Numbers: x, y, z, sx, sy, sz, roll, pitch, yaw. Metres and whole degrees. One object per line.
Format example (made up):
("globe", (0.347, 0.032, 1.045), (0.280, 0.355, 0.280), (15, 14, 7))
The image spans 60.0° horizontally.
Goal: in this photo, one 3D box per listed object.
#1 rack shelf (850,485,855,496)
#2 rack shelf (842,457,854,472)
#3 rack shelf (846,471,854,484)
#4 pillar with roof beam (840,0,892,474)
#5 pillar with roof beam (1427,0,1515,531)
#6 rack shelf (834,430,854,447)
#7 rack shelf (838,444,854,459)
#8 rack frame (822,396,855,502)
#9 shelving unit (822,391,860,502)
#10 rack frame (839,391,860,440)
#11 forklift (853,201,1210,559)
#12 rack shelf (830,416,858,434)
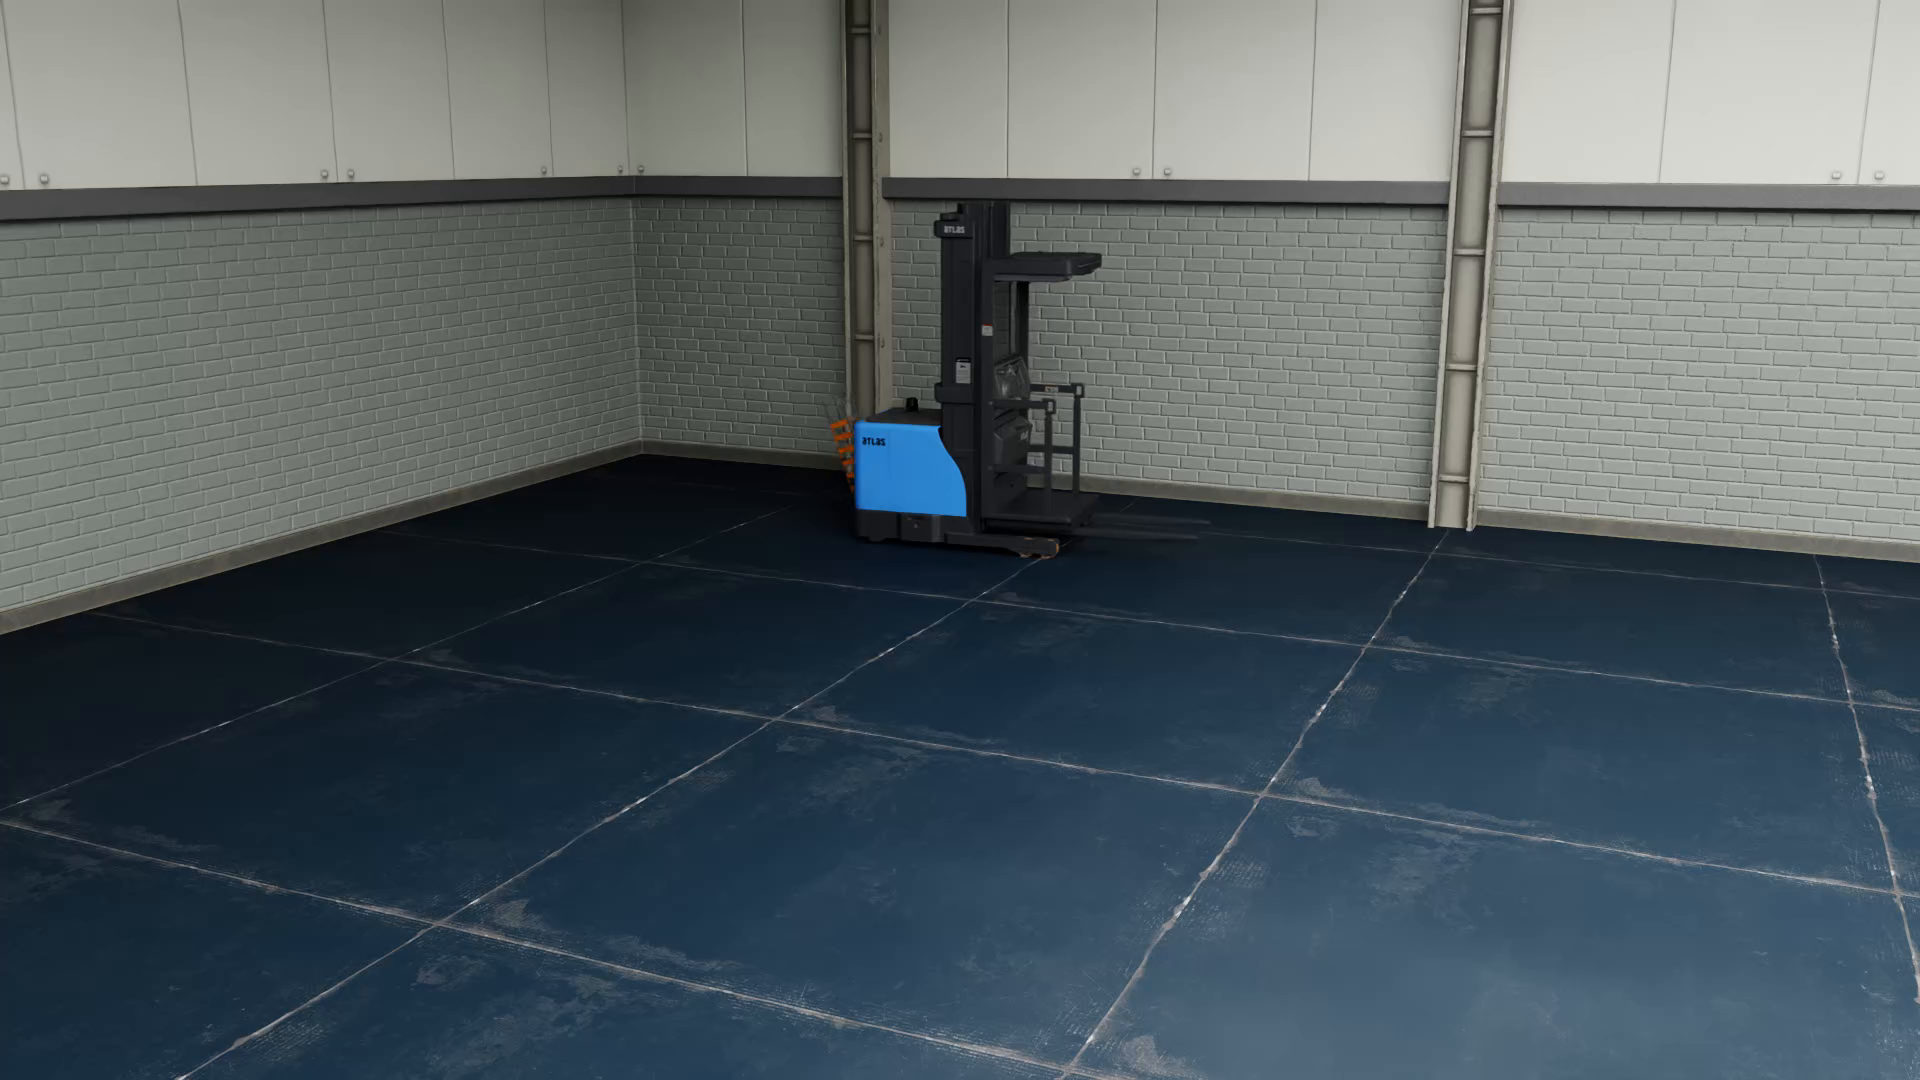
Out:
("rack shelf", (-0.879, -0.498, 15.435), (0.180, 0.103, 0.258), (-15, 6, 25))
("rack shelf", (-0.951, -0.726, 15.411), (0.180, 0.103, 0.258), (-15, 6, 25))
("rack shelf", (-0.915, -0.612, 15.423), (0.180, 0.103, 0.258), (-15, 6, 25))
("pillar with roof beam", (-2.699, -4.169, 12.821), (0.400, 9.000, 9.100), (6, 14, 23))
("pillar with roof beam", (2.787, -3.613, 10.455), (0.400, 9.000, 9.100), (6, 14, 23))
("rack shelf", (-1.022, -0.954, 15.387), (0.180, 0.103, 0.258), (-15, 6, 25))
("rack shelf", (-0.986, -0.840, 15.399), (0.180, 0.103, 0.258), (-15, 6, 25))
("rack frame", (-1.044, -0.747, 15.444), (0.006, 1.200, 0.240), (-15, 6, 25))
("shelving unit", (-0.964, -0.769, 15.406), (0.189, 1.200, 0.258), (-15, 6, 25))
("rack frame", (-0.883, -0.790, 15.368), (0.006, 1.200, 0.240), (-15, 6, 25))
("forklift", (0.637, -1.403, 14.319), (3.031, 2.935, 1.130), (4, 14, 17))
("rack shelf", (-1.058, -1.068, 15.375), (0.180, 0.103, 0.258), (-15, 6, 25))
